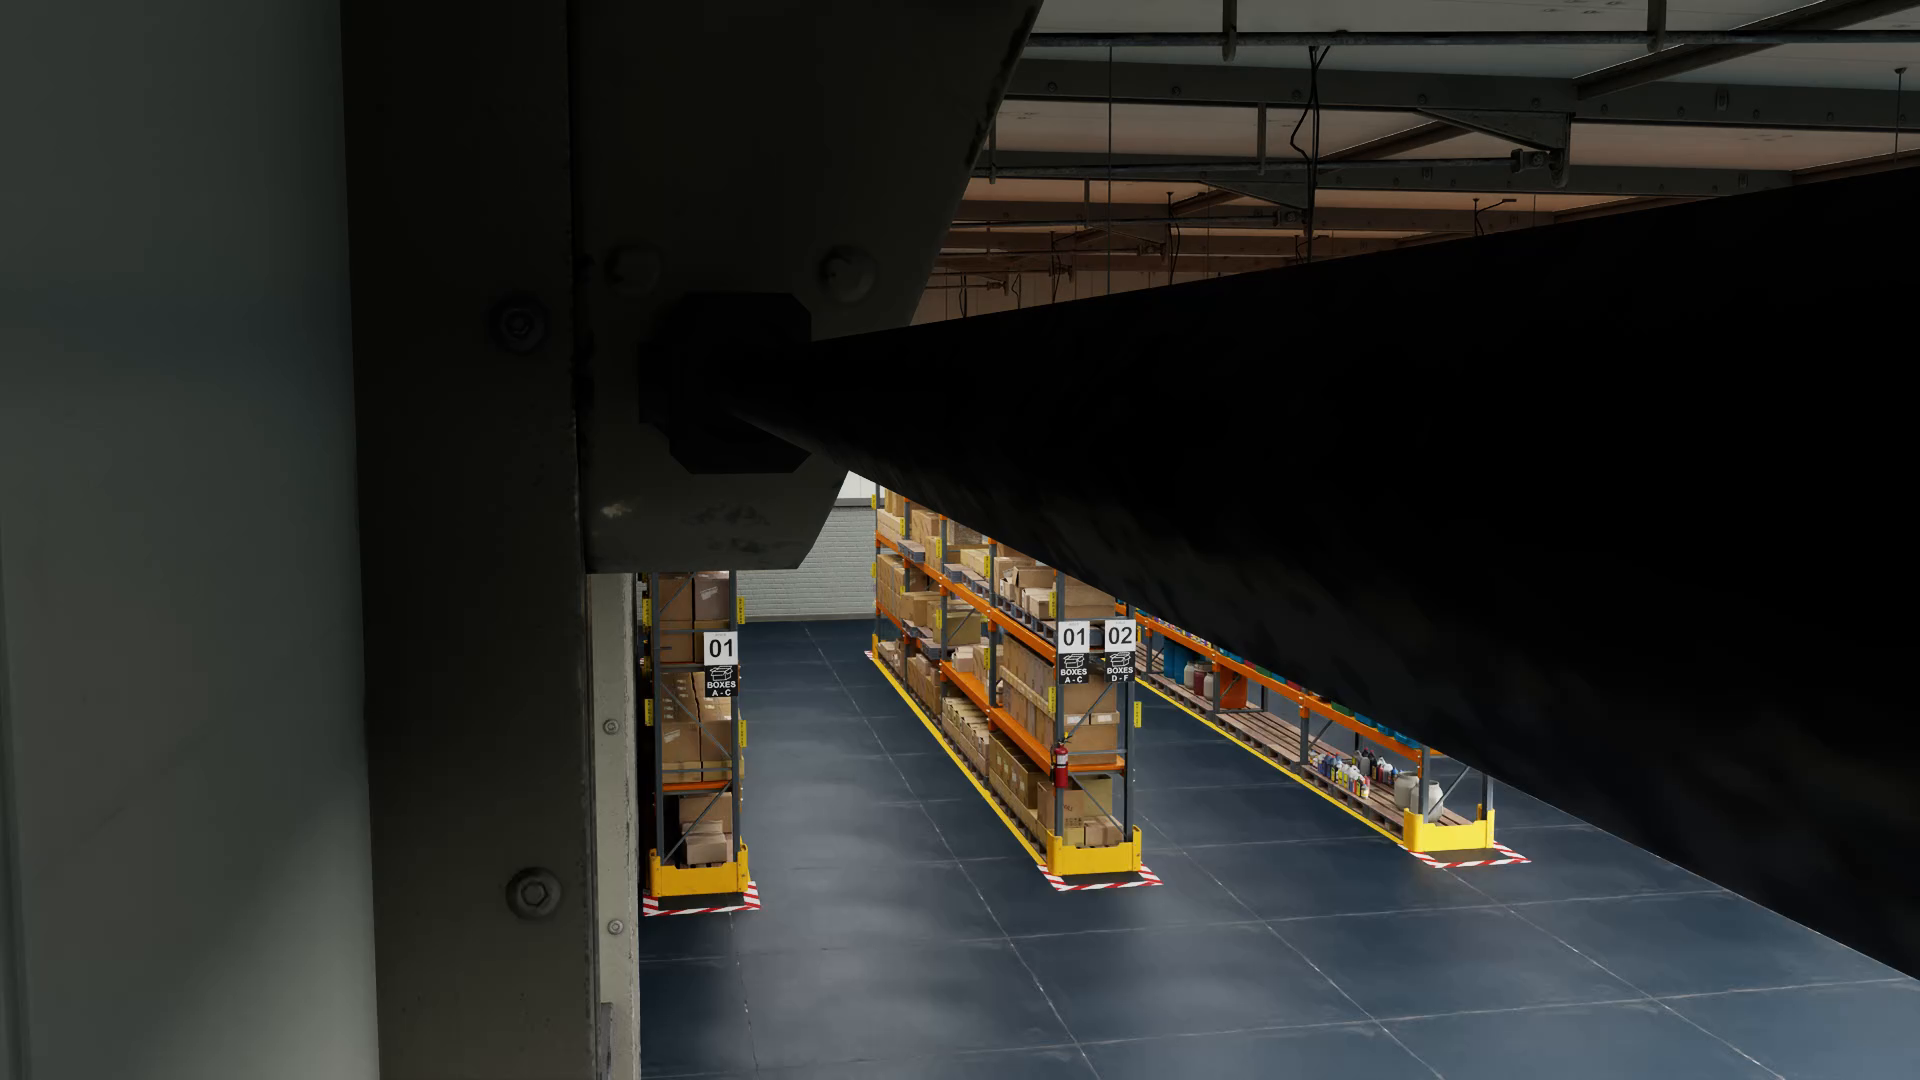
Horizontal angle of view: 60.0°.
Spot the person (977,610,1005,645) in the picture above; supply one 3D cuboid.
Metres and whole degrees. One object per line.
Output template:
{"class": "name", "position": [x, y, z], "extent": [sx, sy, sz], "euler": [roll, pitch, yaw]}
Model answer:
{"class": "person", "position": [0.648, 1.760, 36.144], "extent": [0.734, 1.747, 0.901], "euler": [-3, 7, -27]}
